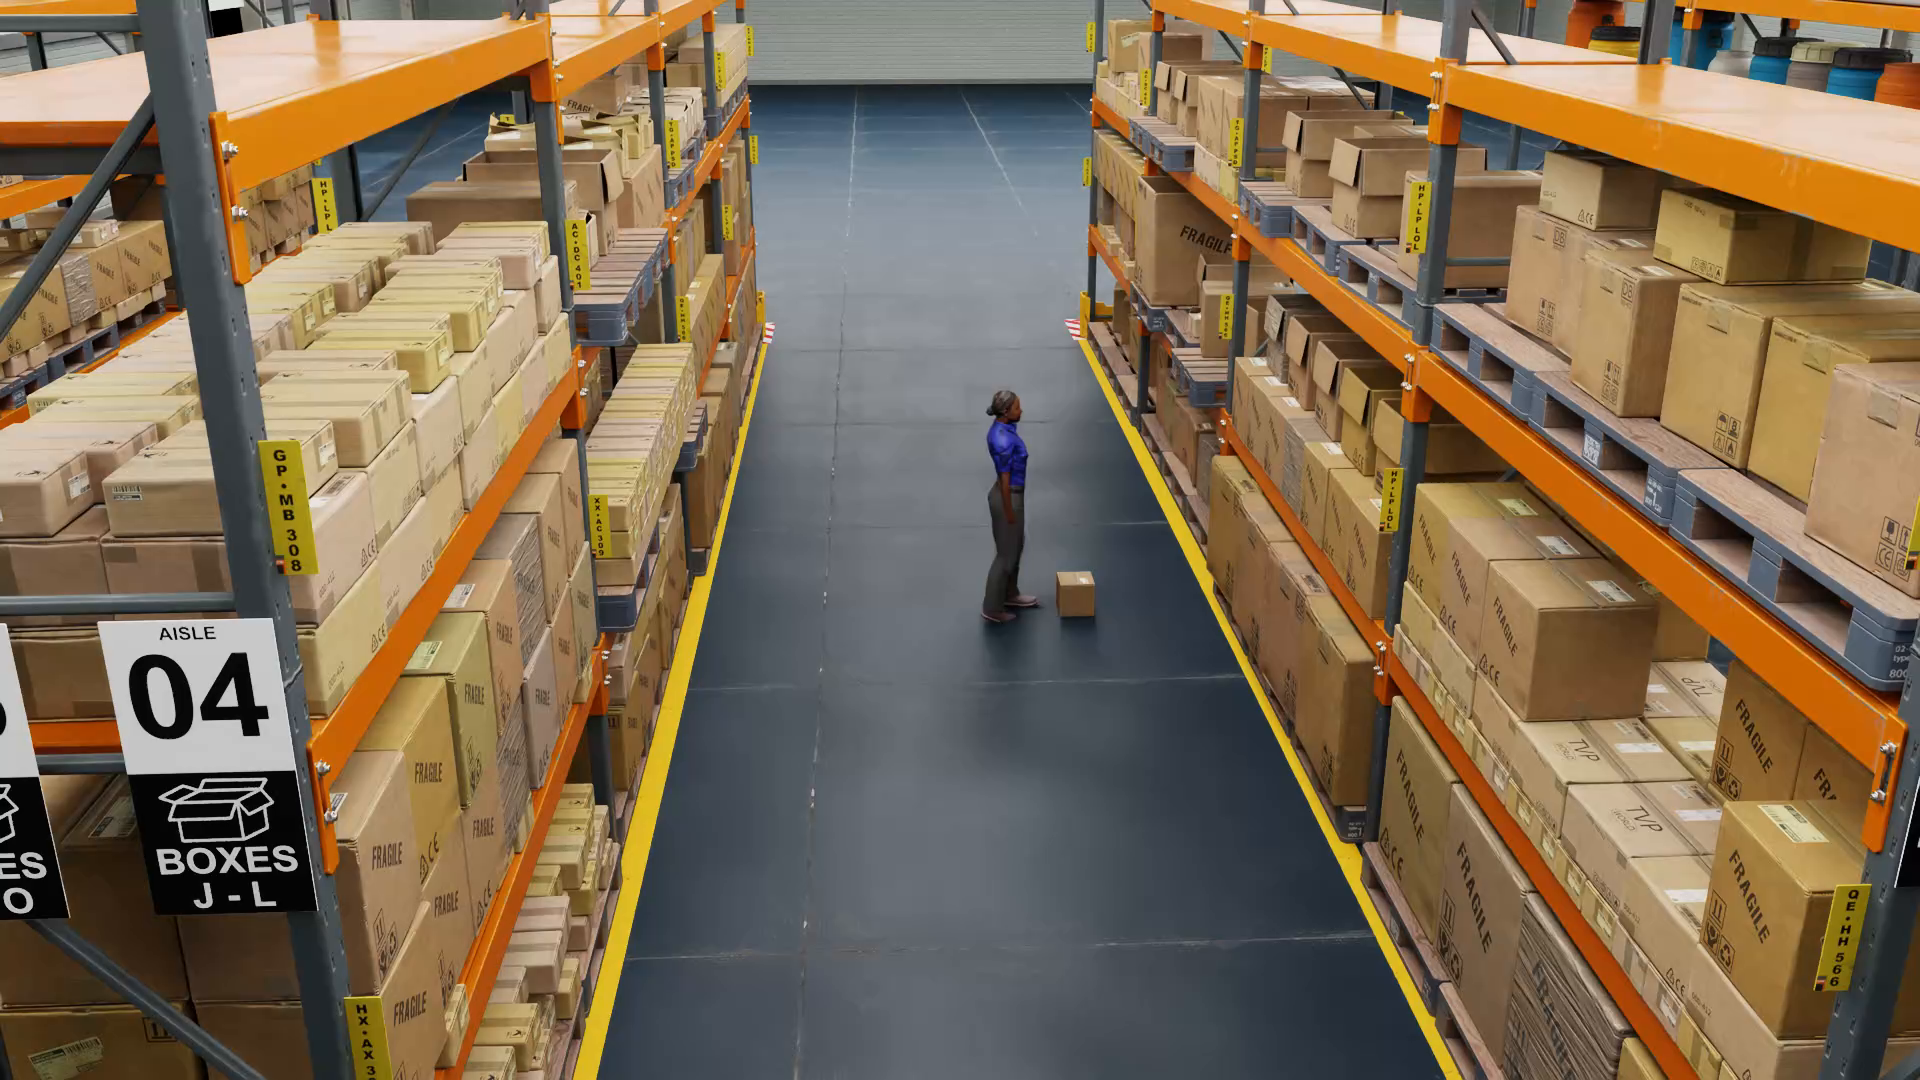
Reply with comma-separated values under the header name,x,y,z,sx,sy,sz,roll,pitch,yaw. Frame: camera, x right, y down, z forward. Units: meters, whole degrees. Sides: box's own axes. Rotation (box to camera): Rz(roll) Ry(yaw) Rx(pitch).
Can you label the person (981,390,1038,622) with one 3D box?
name,x,y,z,sx,sy,sz,roll,pitch,yaw
person,0.358,-0.241,11.783,0.428,1.698,0.466,-1,21,-2
